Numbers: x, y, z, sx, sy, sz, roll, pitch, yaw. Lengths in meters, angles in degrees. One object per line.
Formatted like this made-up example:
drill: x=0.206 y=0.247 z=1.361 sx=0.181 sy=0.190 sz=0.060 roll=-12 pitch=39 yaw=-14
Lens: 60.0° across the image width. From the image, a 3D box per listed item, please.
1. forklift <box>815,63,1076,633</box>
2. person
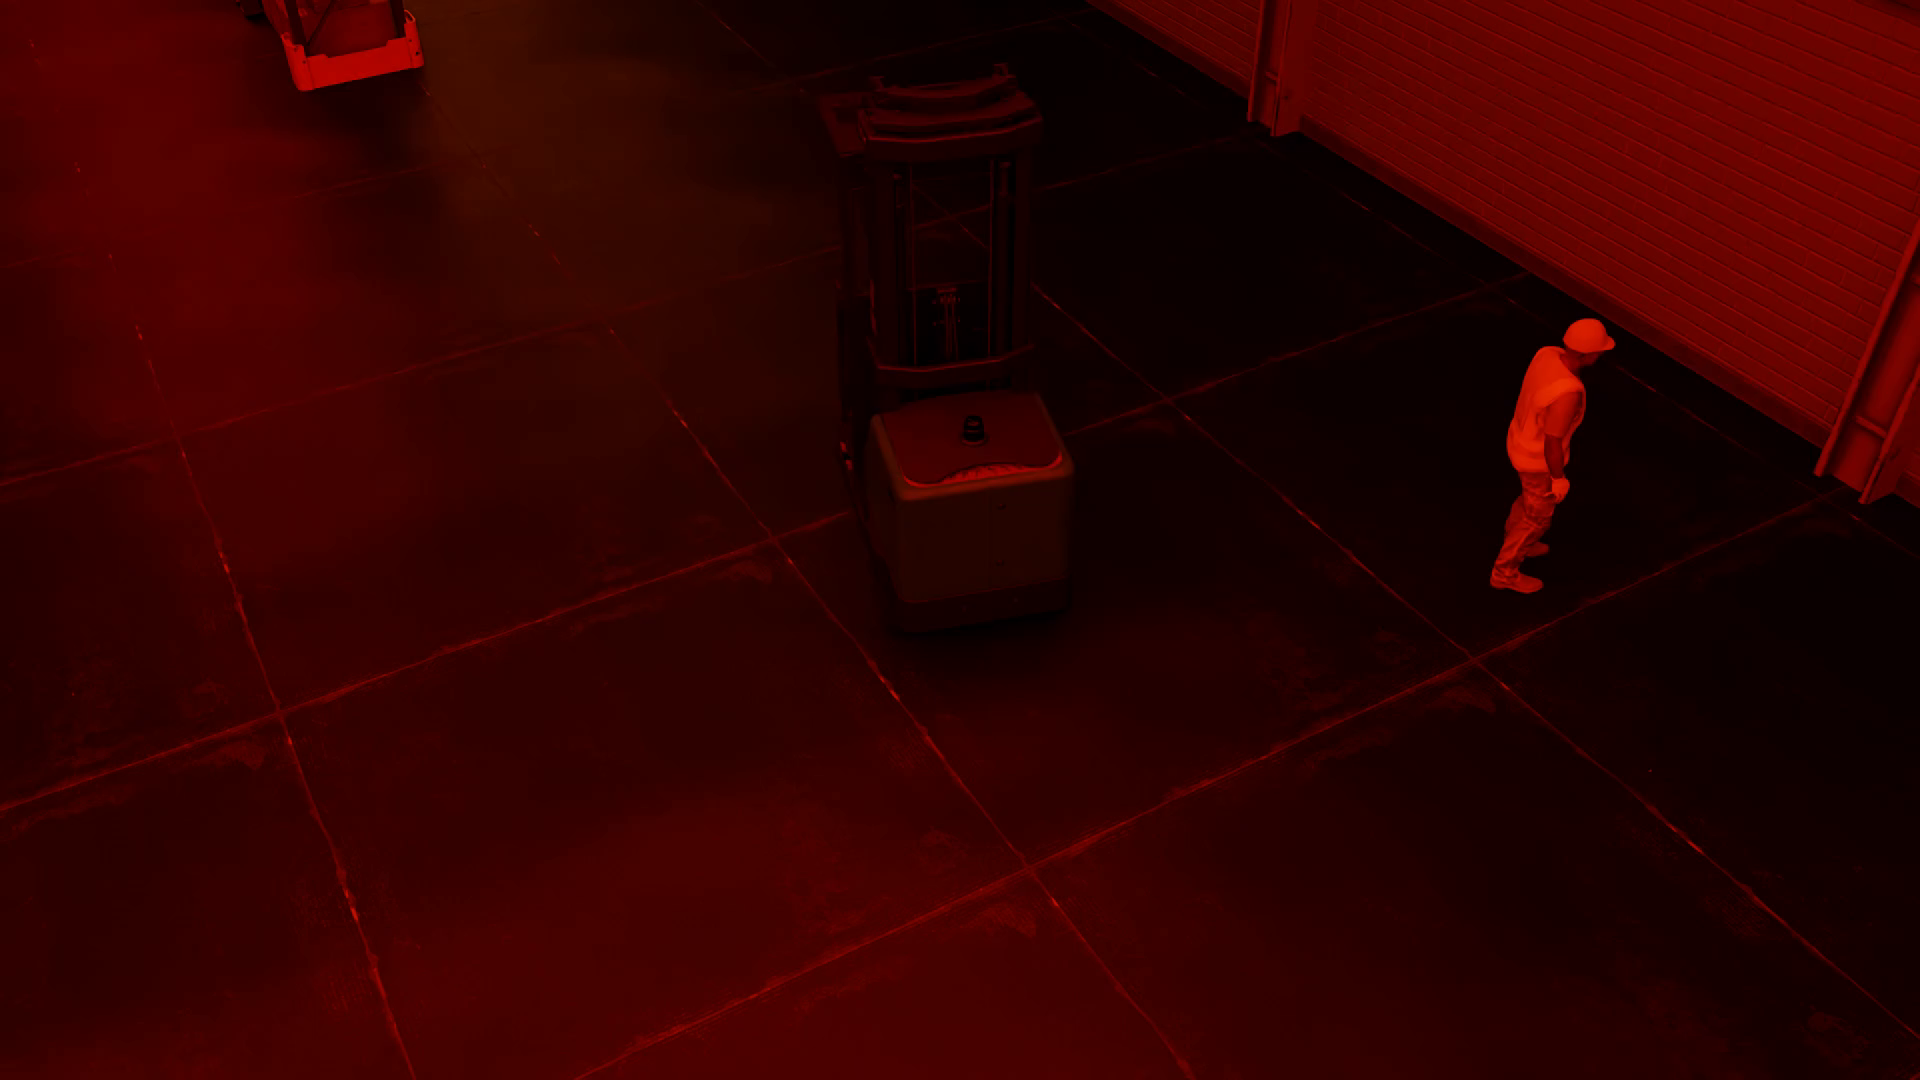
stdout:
forklift: x=-0.194 y=-1.539 z=9.892 sx=1.130 sy=2.935 sz=3.031 roll=-9 pitch=41 yaw=-11
person: x=3.379 y=-0.489 z=9.546 sx=0.462 sy=1.785 sz=0.629 roll=4 pitch=40 yaw=5
